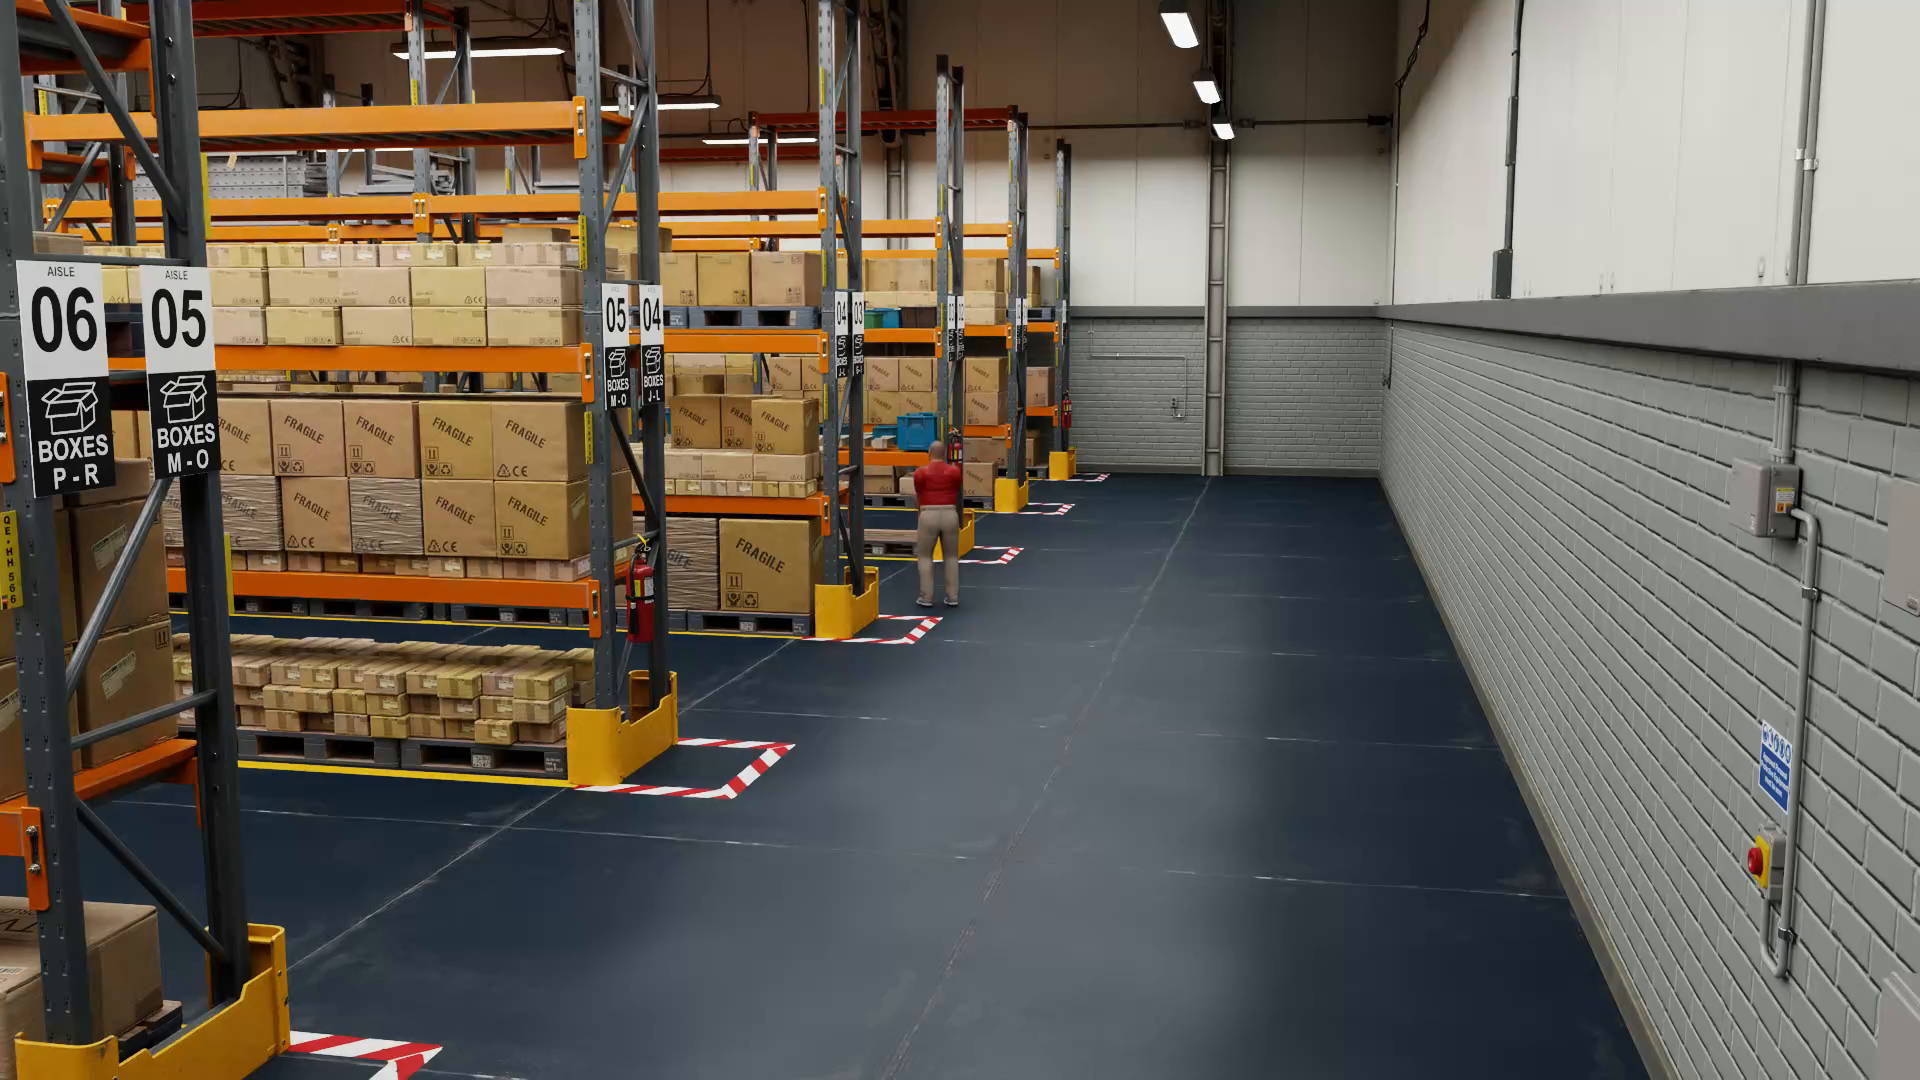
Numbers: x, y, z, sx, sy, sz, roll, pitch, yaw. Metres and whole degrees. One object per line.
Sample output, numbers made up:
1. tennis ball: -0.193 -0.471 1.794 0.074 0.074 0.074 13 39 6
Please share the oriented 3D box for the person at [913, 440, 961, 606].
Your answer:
1. person: -0.256 -0.187 17.190 0.494 1.712 0.529 -2 8 -11
